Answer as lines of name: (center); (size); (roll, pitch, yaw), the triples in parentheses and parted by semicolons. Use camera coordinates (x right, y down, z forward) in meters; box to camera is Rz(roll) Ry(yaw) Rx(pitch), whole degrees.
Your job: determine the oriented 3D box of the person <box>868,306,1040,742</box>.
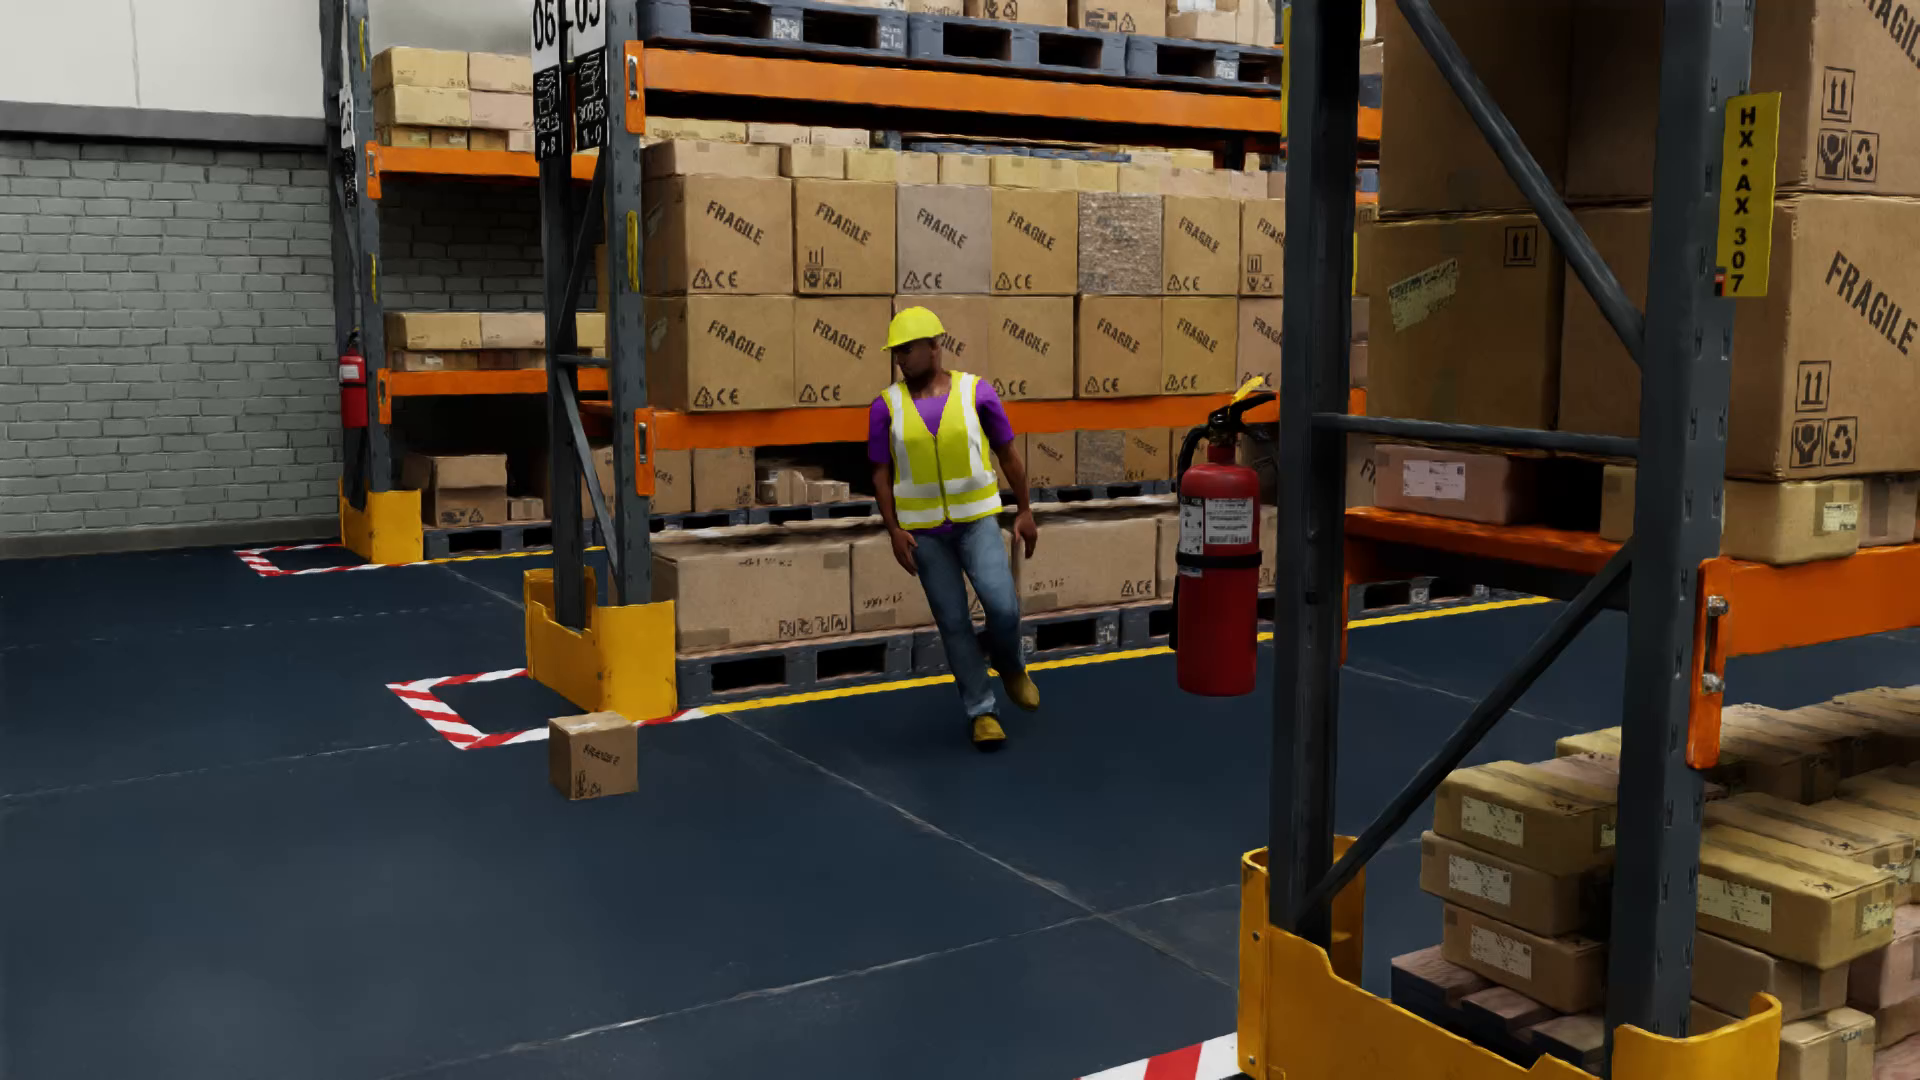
person: (-0.015, -0.058, 6.684); (0.704, 1.745, 0.513); (0, 8, -1)
